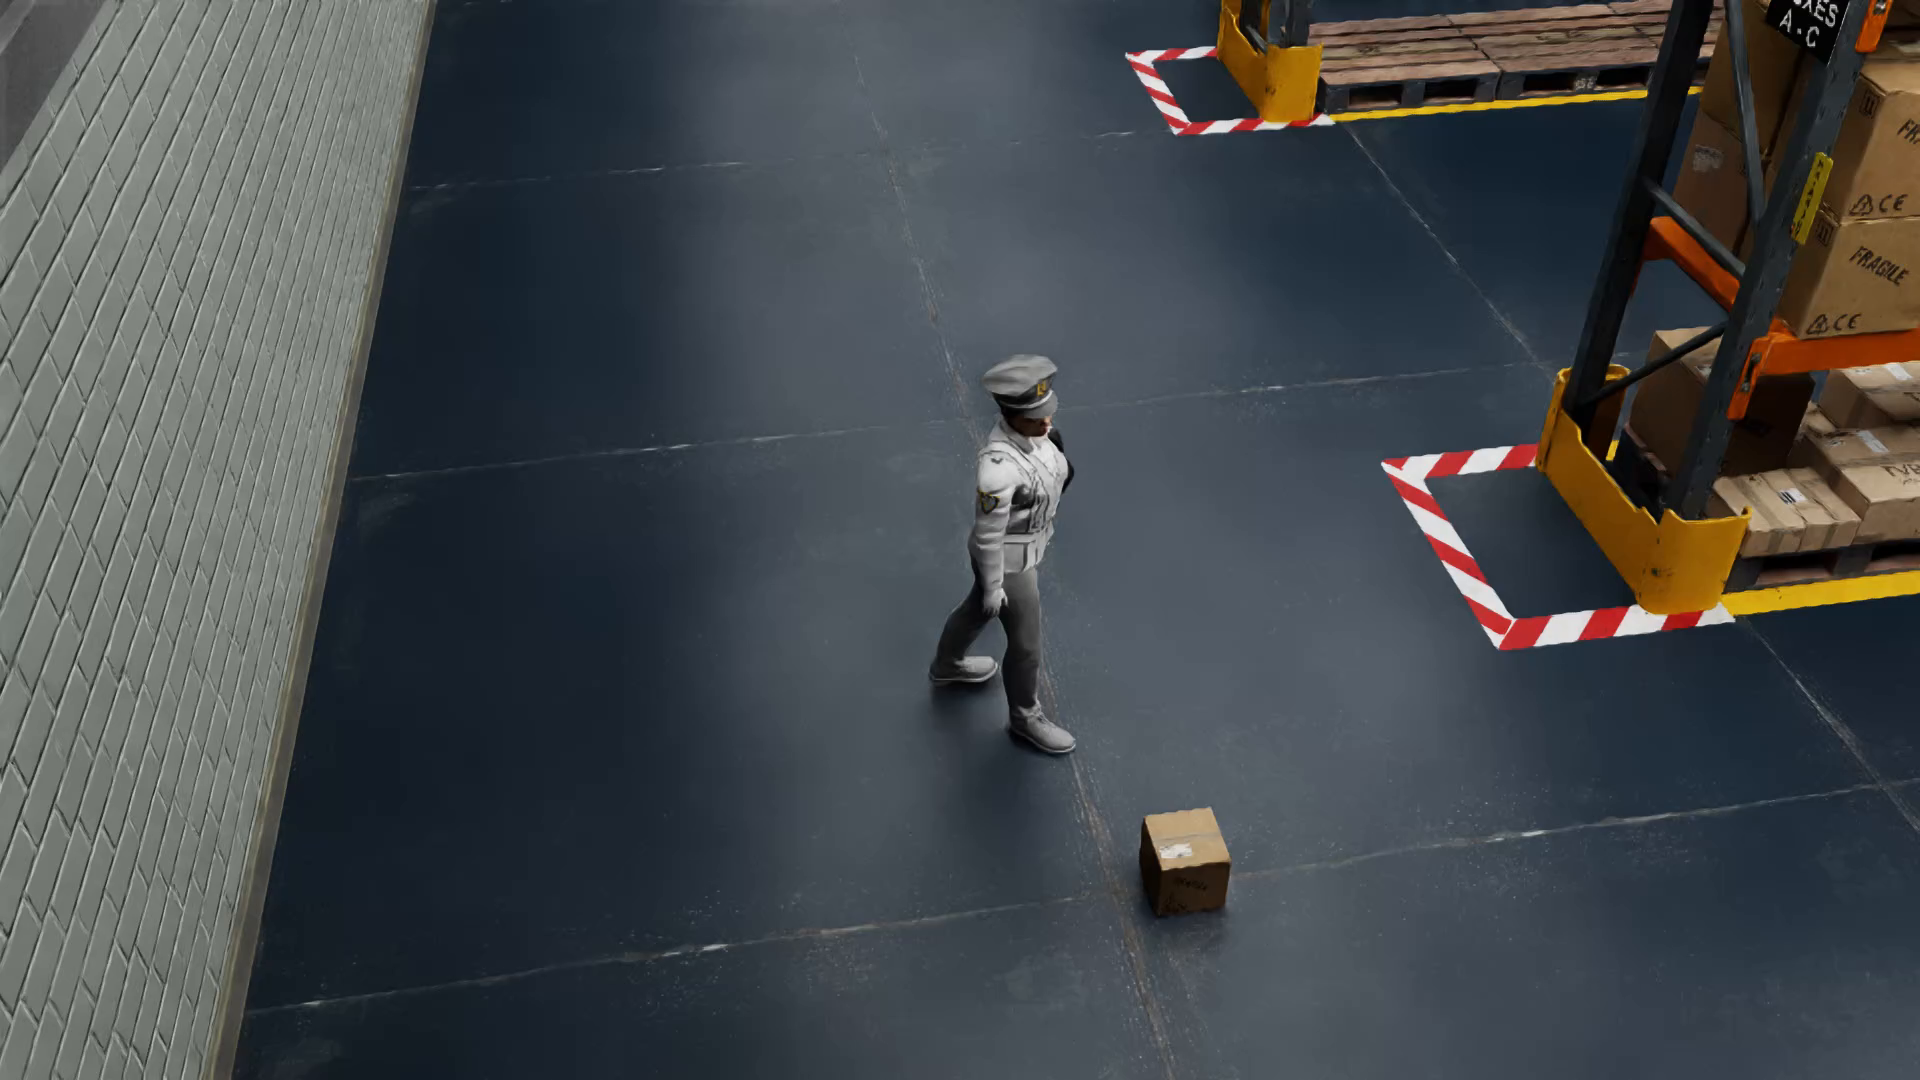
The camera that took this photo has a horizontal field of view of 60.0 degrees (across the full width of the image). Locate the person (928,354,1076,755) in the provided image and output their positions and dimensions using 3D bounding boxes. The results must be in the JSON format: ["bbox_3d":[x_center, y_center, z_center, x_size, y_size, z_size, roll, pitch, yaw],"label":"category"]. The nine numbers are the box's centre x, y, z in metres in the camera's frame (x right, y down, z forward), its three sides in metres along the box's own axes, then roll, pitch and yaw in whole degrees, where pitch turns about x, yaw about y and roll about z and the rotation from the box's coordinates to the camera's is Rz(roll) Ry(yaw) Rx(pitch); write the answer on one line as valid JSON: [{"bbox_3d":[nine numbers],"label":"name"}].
[{"bbox_3d":[0.170,0.031,6.107,0.657,1.670,0.503,11,40,13],"label":"person"}]
